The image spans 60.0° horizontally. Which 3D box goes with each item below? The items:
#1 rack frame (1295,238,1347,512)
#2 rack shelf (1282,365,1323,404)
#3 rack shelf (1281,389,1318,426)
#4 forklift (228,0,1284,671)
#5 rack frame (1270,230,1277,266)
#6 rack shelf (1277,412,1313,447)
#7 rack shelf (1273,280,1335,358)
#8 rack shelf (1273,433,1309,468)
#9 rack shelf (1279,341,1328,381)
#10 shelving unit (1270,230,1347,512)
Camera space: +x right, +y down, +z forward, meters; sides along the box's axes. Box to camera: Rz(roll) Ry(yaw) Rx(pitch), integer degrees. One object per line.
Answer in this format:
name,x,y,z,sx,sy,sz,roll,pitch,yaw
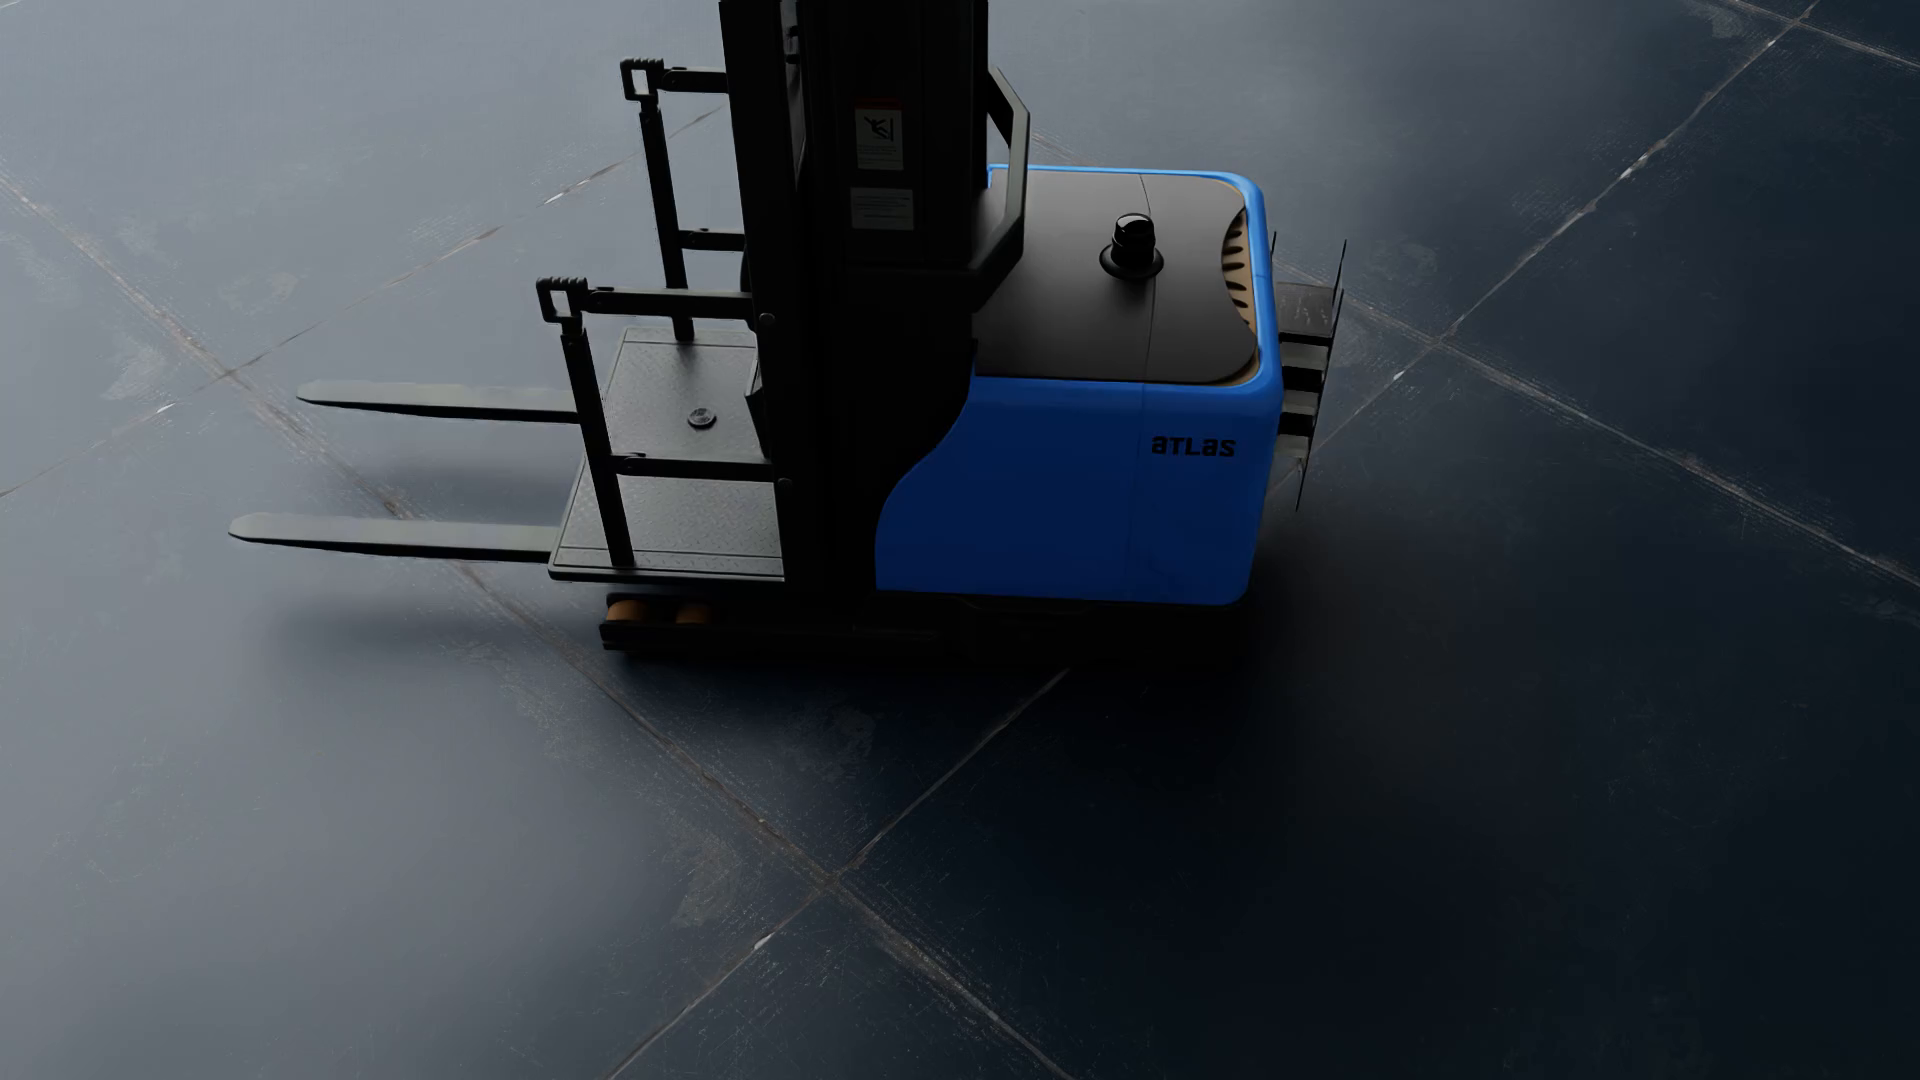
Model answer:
rack frame,1.102,-0.484,5.088,0.006,0.900,0.240,8,47,7
rack shelf,1.002,-0.537,5.059,0.200,0.077,0.258,8,47,7
rack shelf,1.002,-0.475,5.125,0.200,0.077,0.258,8,47,7
forklift,-0.656,-1.043,4.219,3.031,2.935,1.130,3,47,3
rack frame,0.902,-0.512,5.113,0.006,0.900,0.240,8,47,7
rack shelf,1.002,-0.414,5.190,0.200,0.077,0.258,8,47,7
rack shelf,1.002,-0.660,4.928,0.200,0.077,0.258,8,47,7
rack shelf,1.002,-0.352,5.256,0.200,0.077,0.258,8,47,7
rack shelf,1.002,-0.598,4.993,0.200,0.077,0.258,8,47,7
shelving unit,1.002,-0.498,5.100,0.210,0.900,0.258,8,47,7
